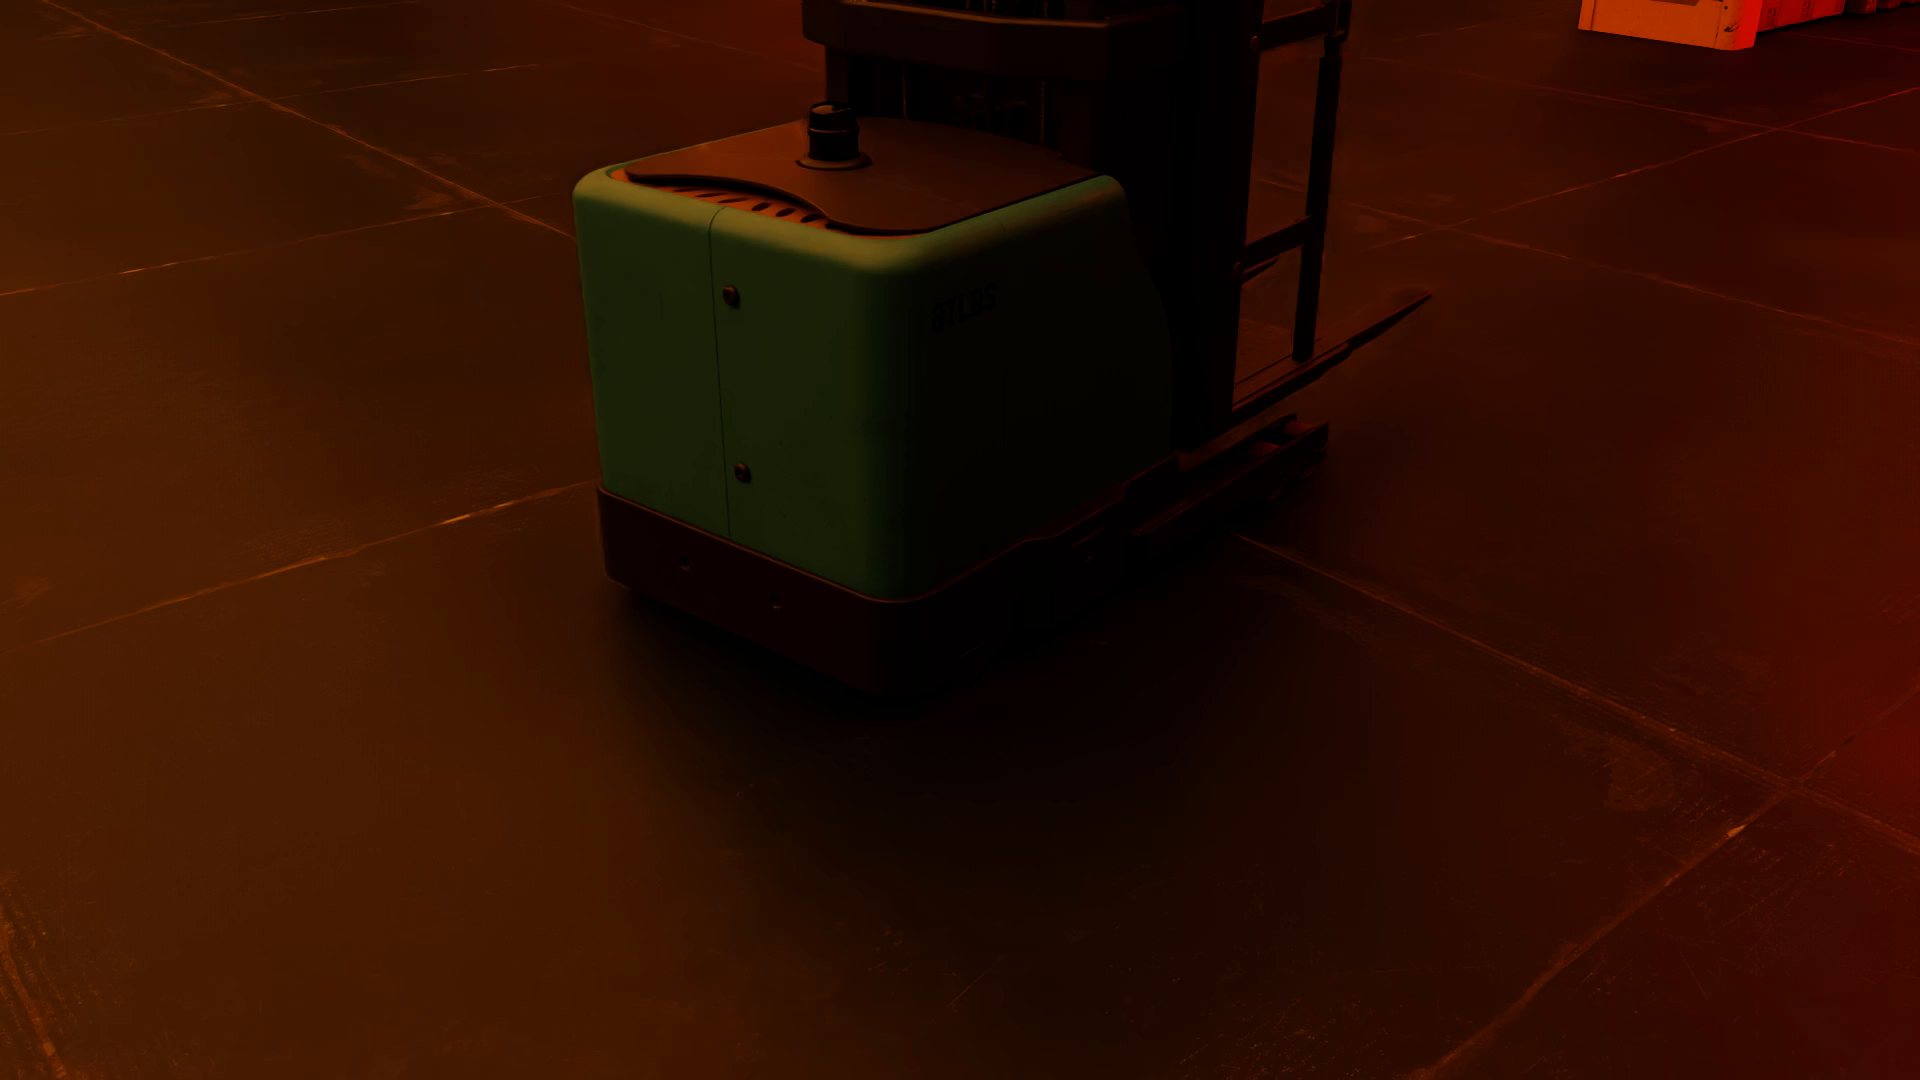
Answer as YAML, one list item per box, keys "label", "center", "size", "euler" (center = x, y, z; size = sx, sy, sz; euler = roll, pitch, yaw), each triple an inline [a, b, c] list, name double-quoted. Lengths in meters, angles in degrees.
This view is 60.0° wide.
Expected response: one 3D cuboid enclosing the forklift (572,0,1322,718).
- label: "forklift"
  center: [0.285, -1.552, 4.331]
  size: [1.130, 2.935, 3.031]
  euler: [13, 29, 25]
